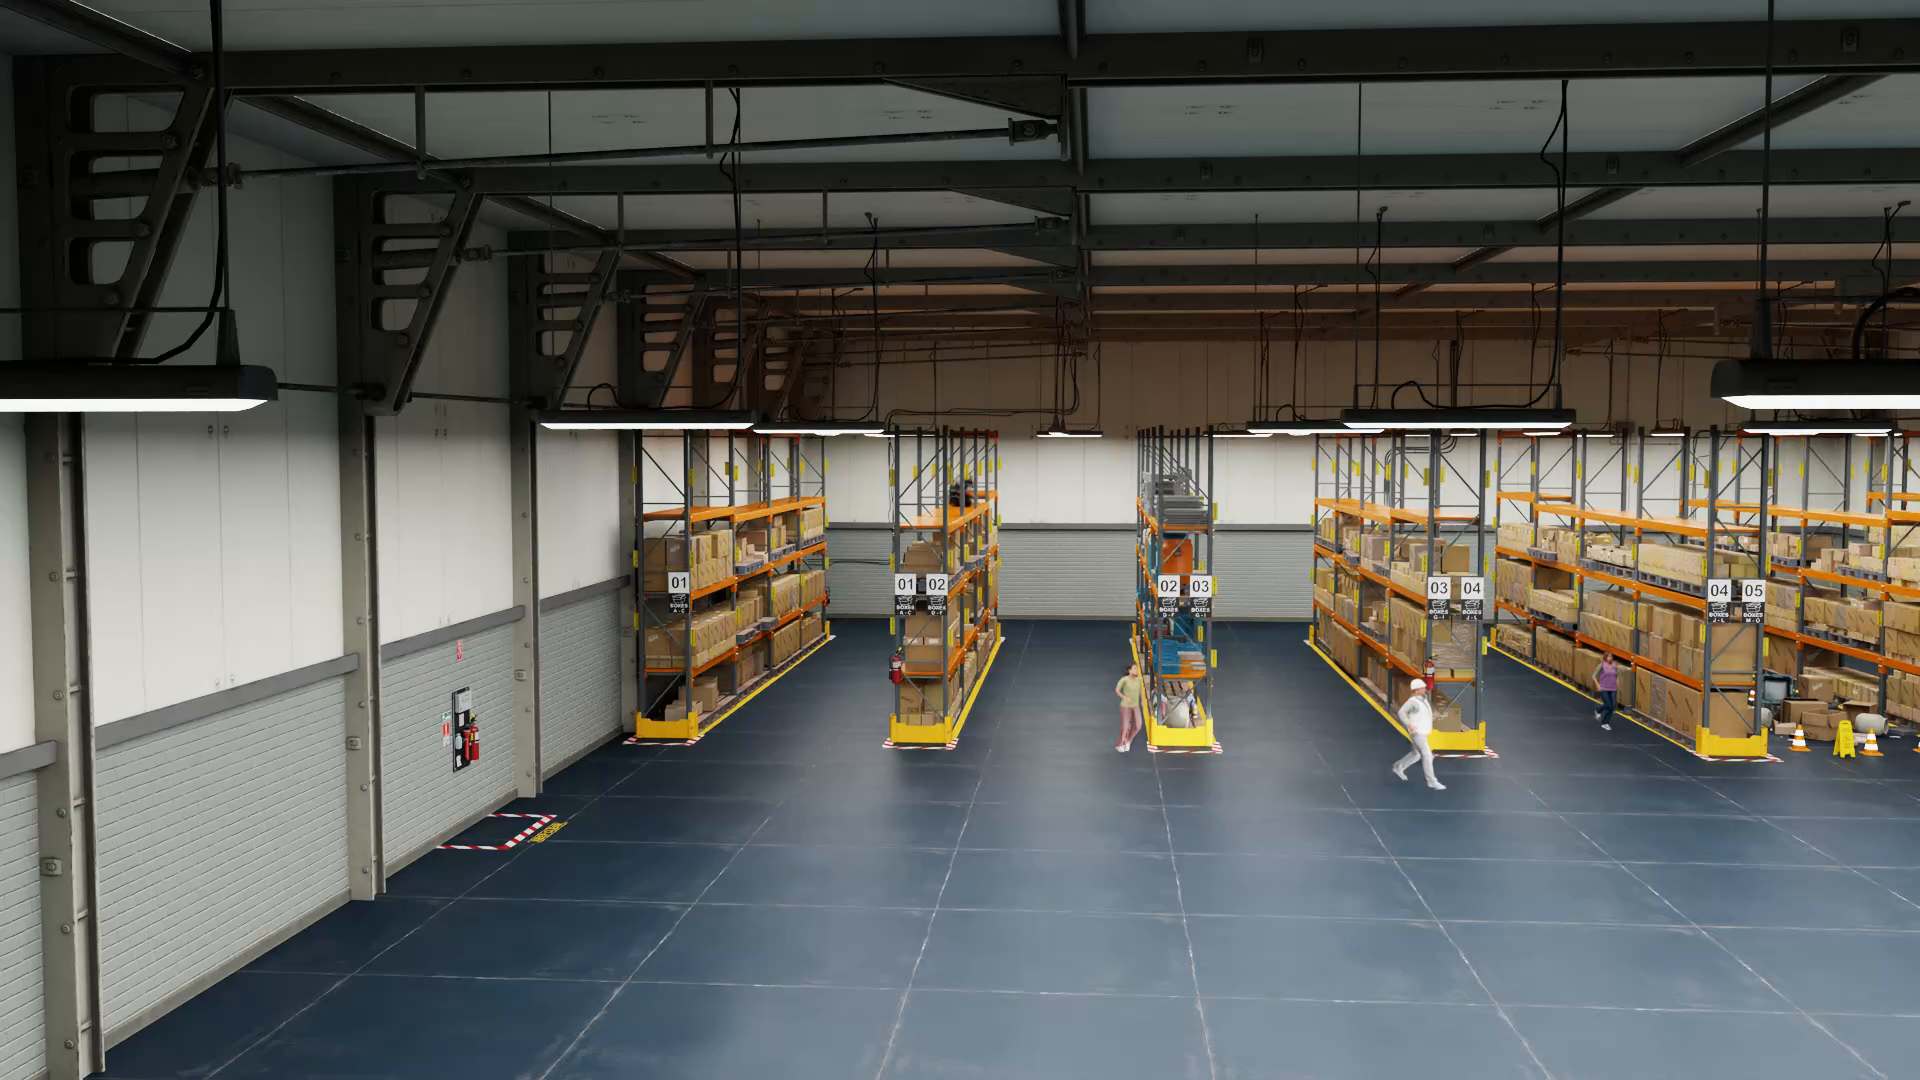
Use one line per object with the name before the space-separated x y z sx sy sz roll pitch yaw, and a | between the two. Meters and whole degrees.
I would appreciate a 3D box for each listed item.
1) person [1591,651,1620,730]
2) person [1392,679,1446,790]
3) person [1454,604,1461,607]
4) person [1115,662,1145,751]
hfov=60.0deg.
person | 12.809 2.975 32.877 0.536 1.555 0.526 0 3 -7
person | 7.553 3.167 27.351 0.964 1.763 0.655 2 4 35
person | 13.457 2.158 45.456 0.685 1.627 0.889 2 4 31
person | 3.157 3.067 30.523 0.649 1.632 0.565 -2 4 -24
